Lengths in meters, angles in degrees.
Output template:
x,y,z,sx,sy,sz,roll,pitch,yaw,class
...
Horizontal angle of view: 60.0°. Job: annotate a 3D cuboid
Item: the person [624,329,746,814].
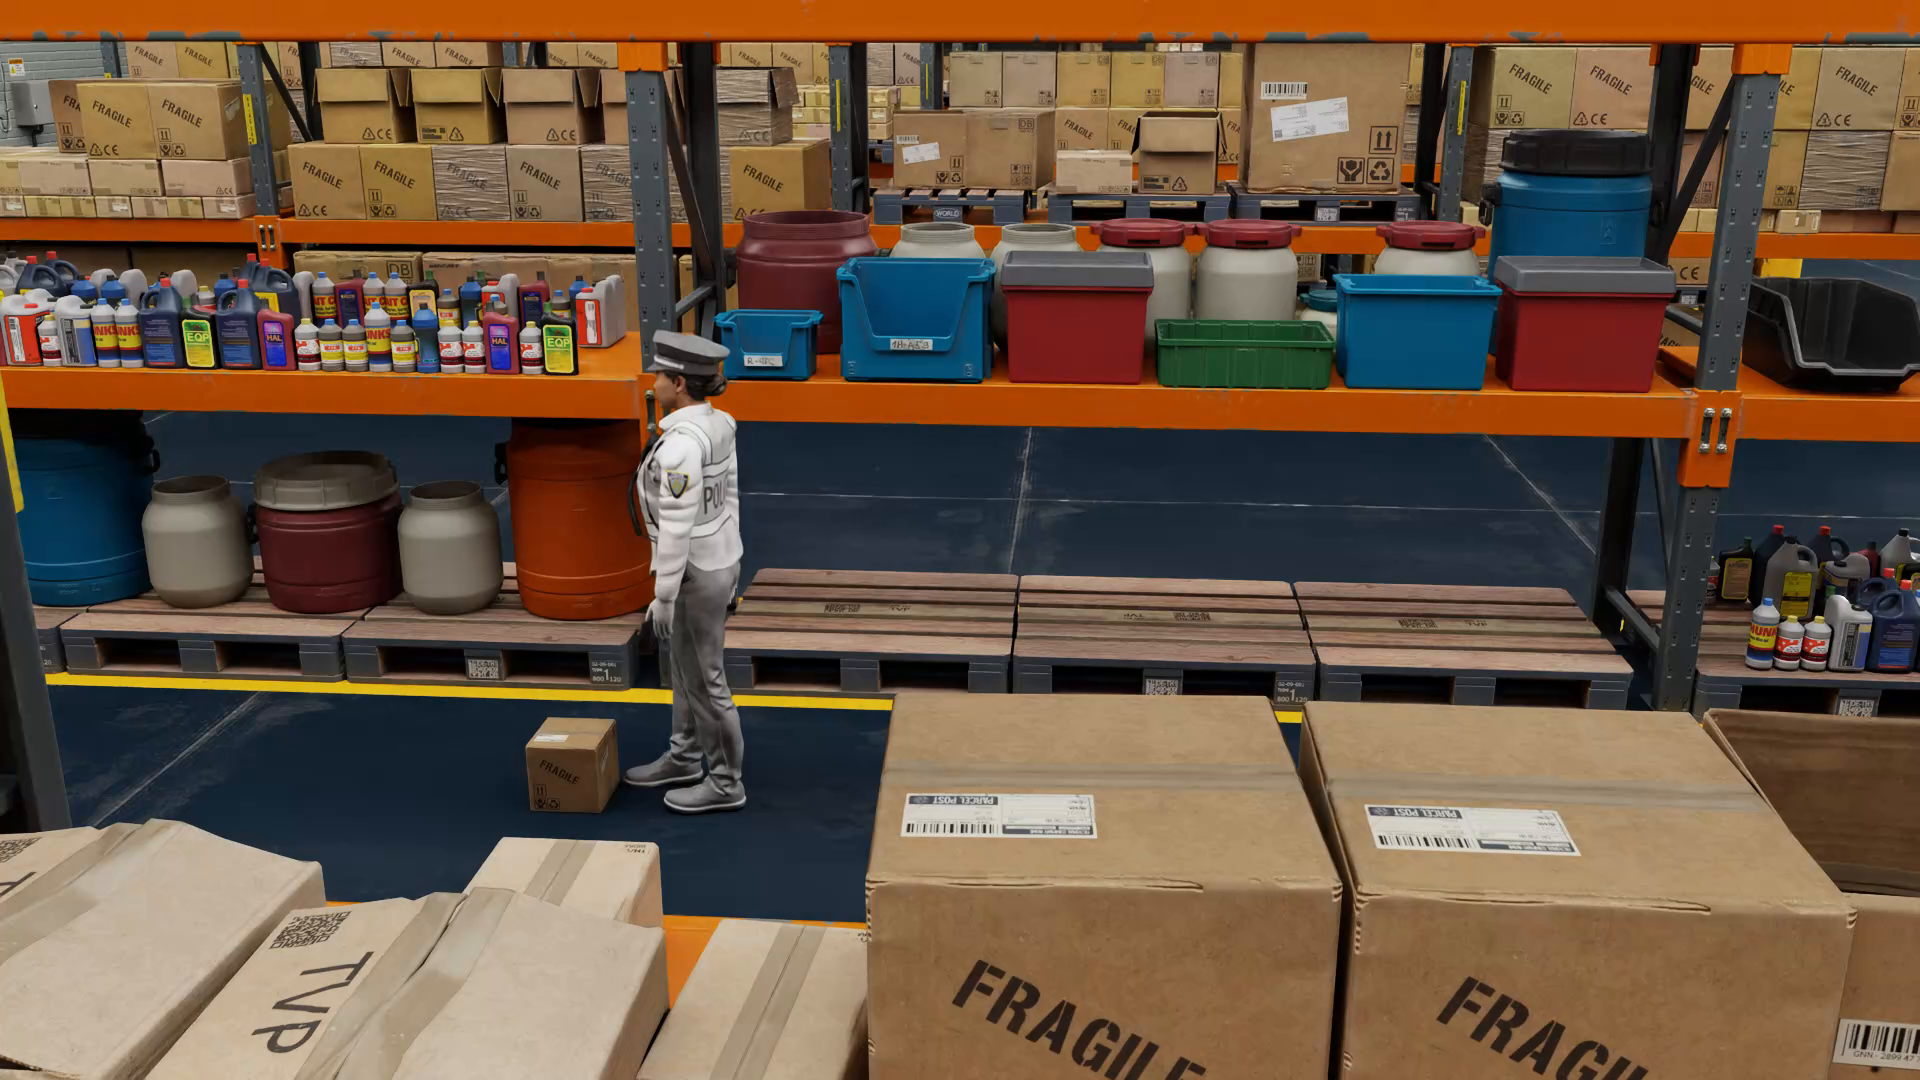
x,y,z,sx,sy,sz,roll,pitch,yaw,class
-0.984,0.129,5.620,0.492,1.682,0.498,1,18,5,person
